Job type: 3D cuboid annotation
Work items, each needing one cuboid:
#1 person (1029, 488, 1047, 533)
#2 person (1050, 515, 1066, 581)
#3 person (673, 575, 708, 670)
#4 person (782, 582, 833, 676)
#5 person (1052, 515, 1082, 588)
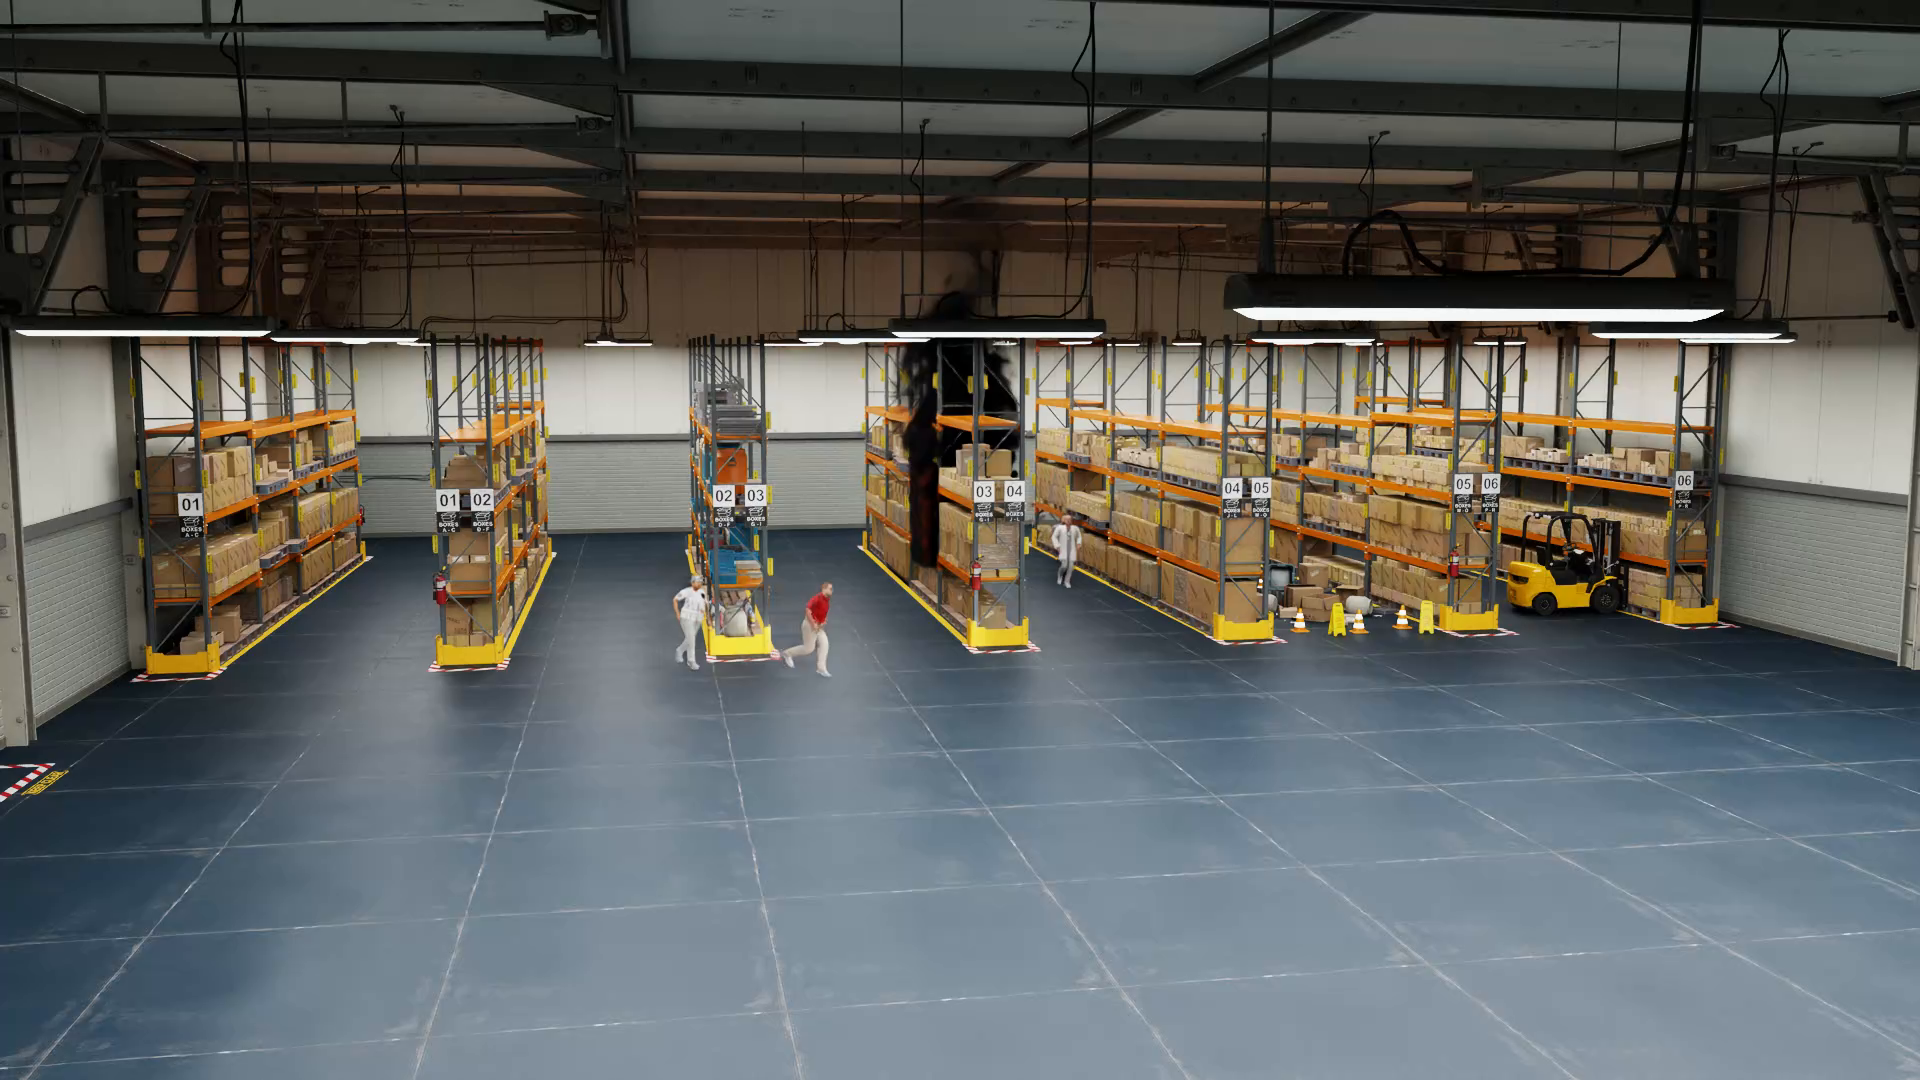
[{"bbox_3d":[2.377,-0.821,49.875,0.590,1.674,0.723,0,7,1],"label":"person"},{"bbox_3d":[2.549,0.221,41.401,0.616,1.543,0.679,-1,7,-12],"label":"person"},{"bbox_3d":[-4.845,1.459,30.156,0.642,1.646,0.893,-6,9,-42],"label":"person"},{"bbox_3d":[-2.673,1.573,29.358,0.947,1.704,0.674,1,7,12],"label":"person"},{"bbox_3d":[2.600,0.271,40.078,0.727,1.747,0.633,-1,7,-12],"label":"person"}]
